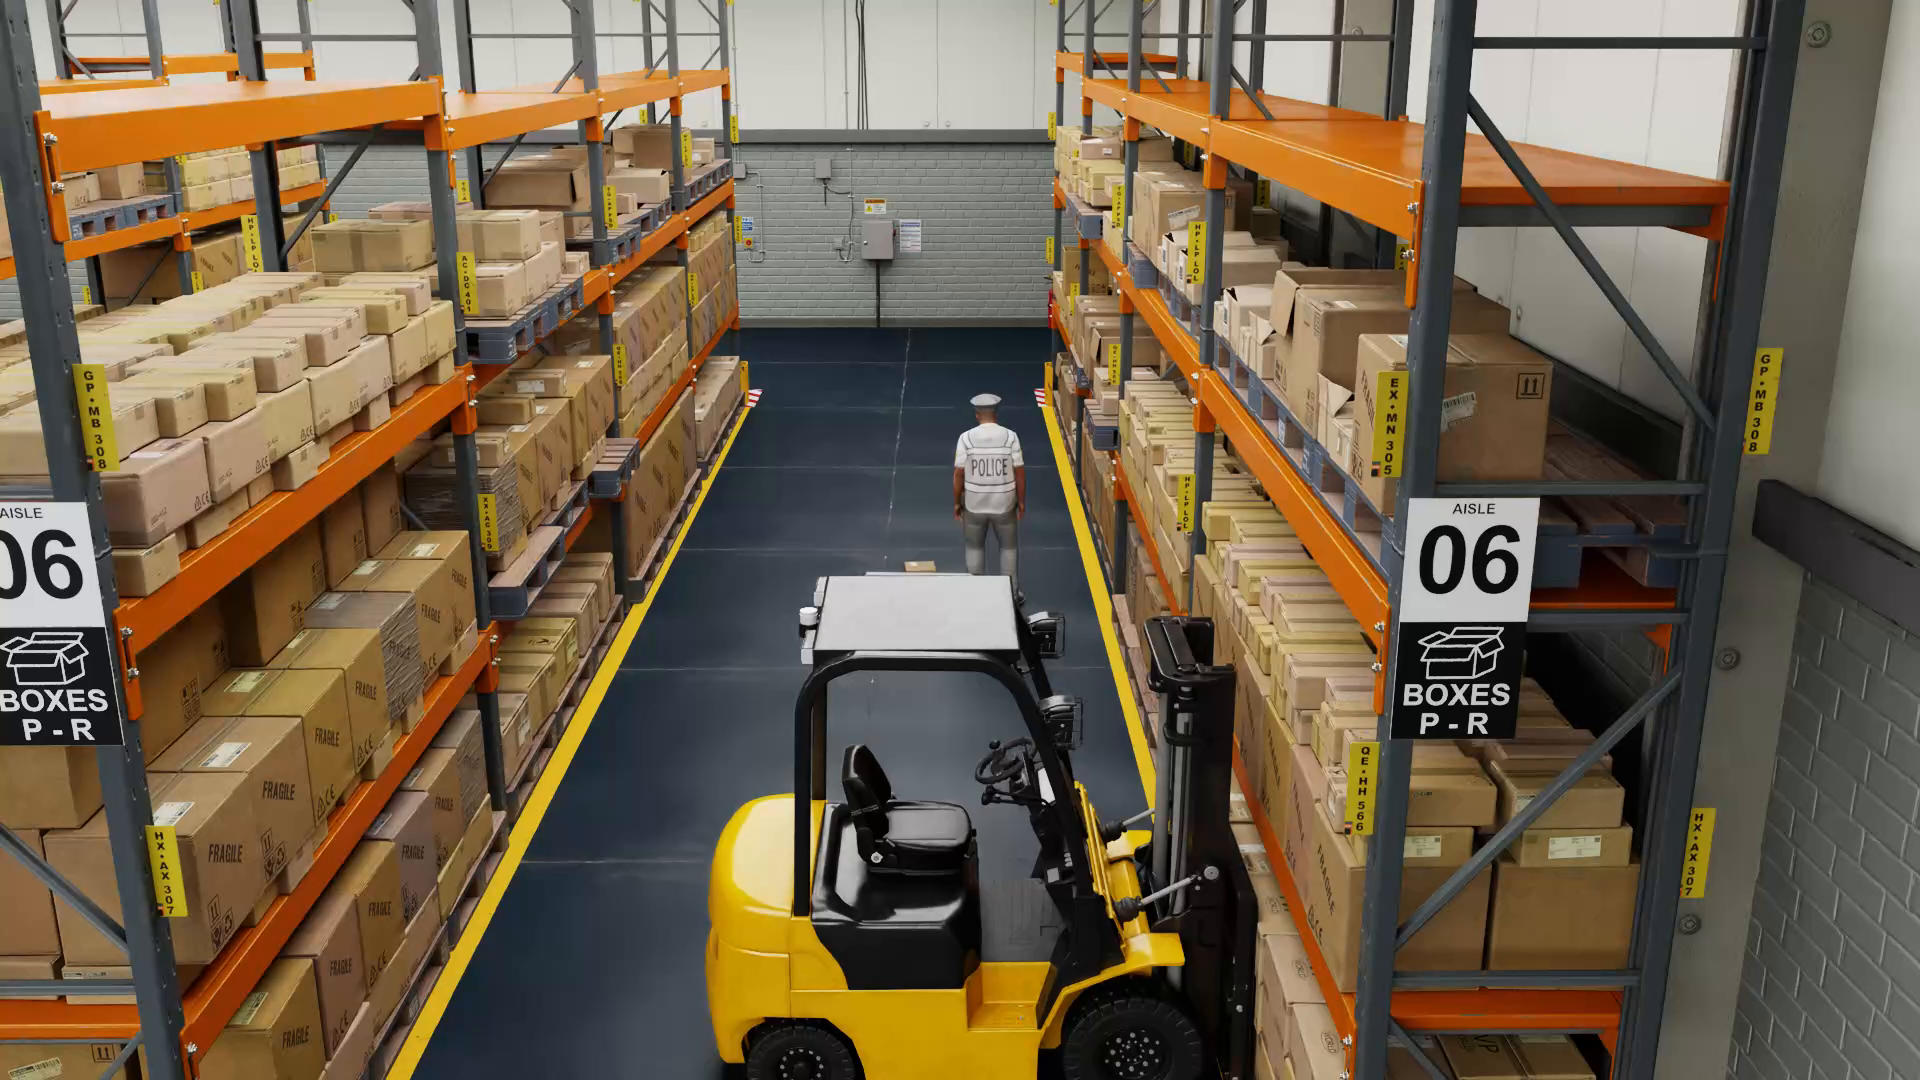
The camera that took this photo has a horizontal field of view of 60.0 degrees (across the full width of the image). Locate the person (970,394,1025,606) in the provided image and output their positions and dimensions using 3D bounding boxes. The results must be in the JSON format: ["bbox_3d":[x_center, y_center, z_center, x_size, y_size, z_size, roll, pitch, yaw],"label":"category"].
[{"bbox_3d":[0.293,-0.307,13.538,0.500,1.747,0.329,0,17,0],"label":"person"}]
